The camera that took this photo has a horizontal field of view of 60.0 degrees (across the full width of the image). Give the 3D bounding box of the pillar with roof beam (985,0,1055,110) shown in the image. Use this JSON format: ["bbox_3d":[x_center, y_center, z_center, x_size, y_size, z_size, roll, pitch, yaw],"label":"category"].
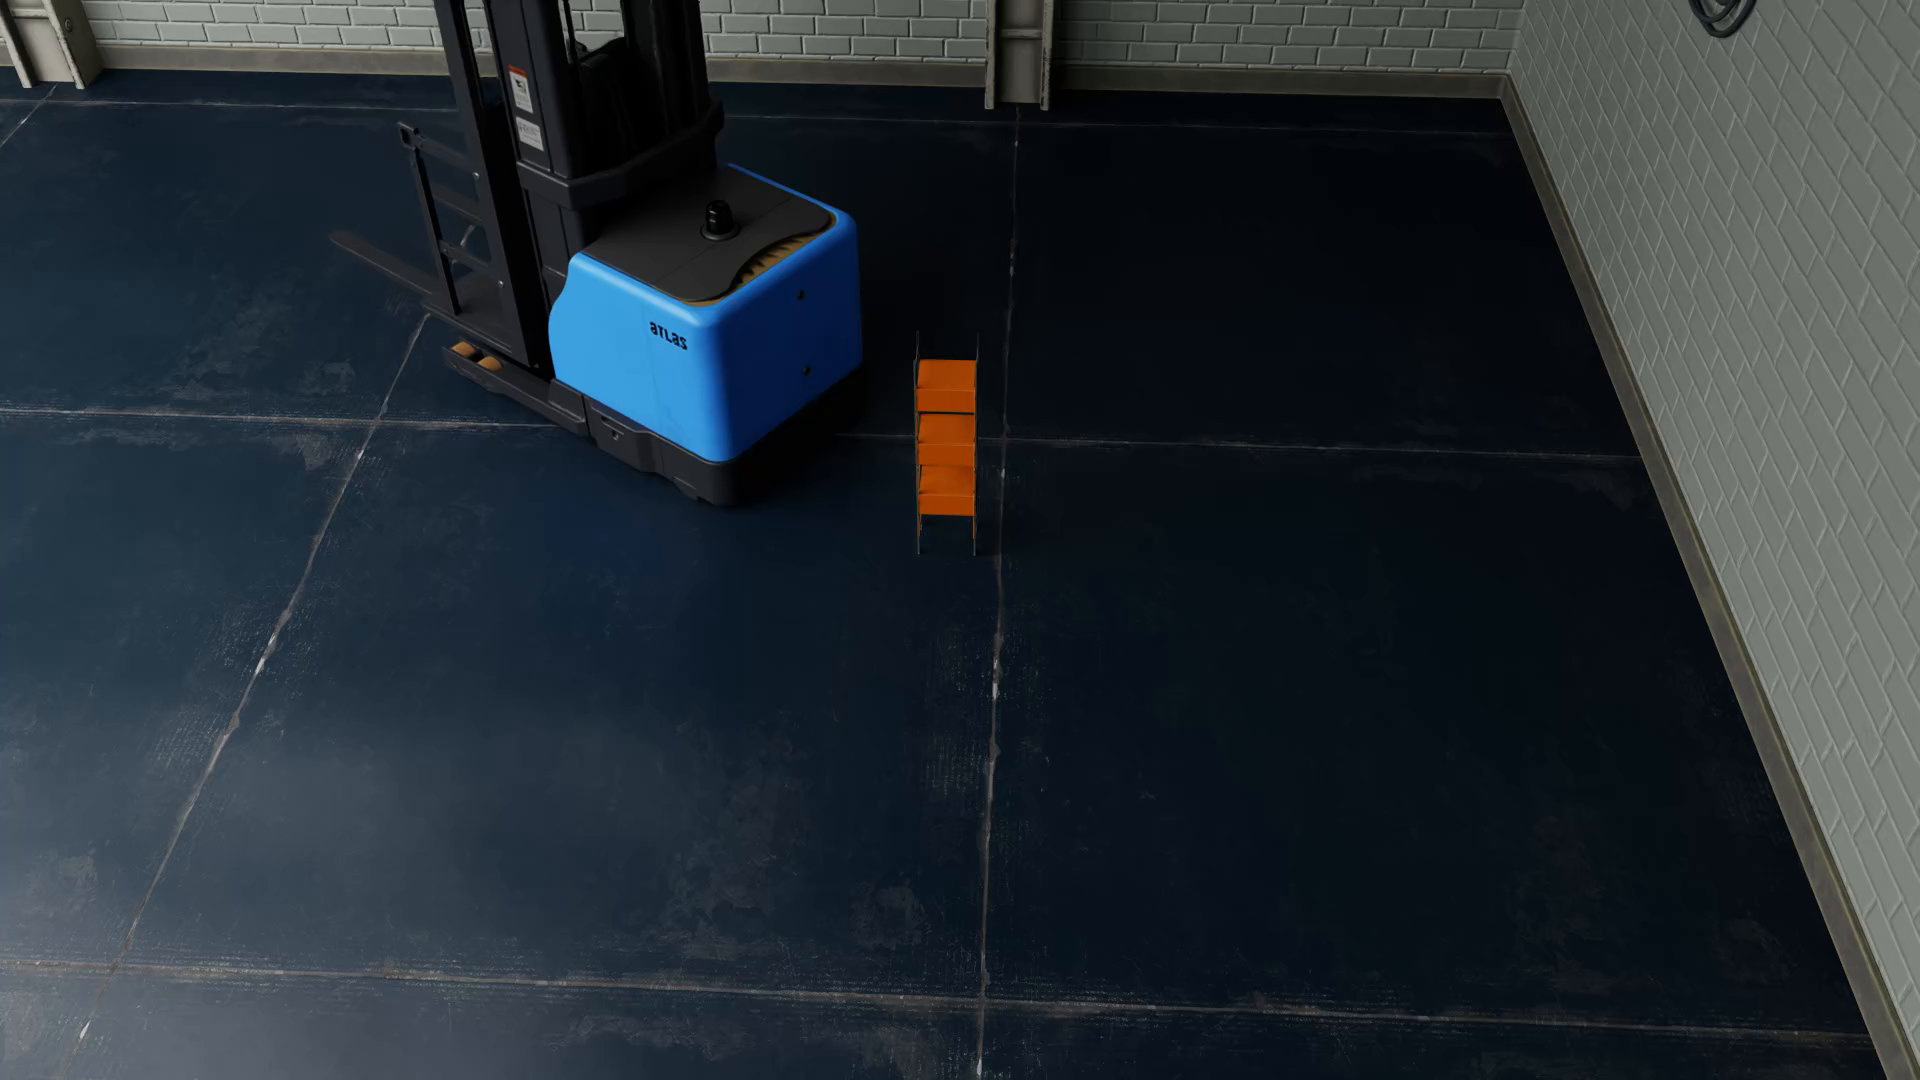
[{"bbox_3d":[0.164,-3.096,4.057,0.400,9.000,9.100,2,43,2],"label":"pillar with roof beam"}]

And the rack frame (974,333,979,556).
[{"bbox_3d":[0.068,-0.382,6.975,0.008,1.050,0.200,2,43,2],"label":"rack frame"}]

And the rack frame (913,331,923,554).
[{"bbox_3d":[-0.175,-0.390,6.983,0.008,1.050,0.200,2,43,2],"label":"rack frame"}]

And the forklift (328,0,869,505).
[{"bbox_3d":[-1.913,-2.057,7.393,3.031,2.935,1.130,28,50,26],"label":"forklift"}]

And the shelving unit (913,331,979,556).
[{"bbox_3d":[-0.053,-0.386,6.979,0.252,1.050,0.215,2,43,2],"label":"shelving unit"}]

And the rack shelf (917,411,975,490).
[{"bbox_3d":[-0.053,-0.378,6.987,0.240,0.259,0.215,2,43,2],"label":"rack shelf"}]

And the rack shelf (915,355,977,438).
[{"bbox_3d":[-0.053,-0.586,6.793,0.240,0.259,0.215,2,43,2],"label":"rack shelf"}]

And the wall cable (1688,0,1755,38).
[{"bbox_3d":[3.241,-3.900,7.198,0.112,2.526,3.097,2,43,2],"label":"wall cable"}]

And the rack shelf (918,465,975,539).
[{"bbox_3d":[-0.053,-0.175,7.176,0.240,0.259,0.215,2,43,2],"label":"rack shelf"}]

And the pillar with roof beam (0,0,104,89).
[{"bbox_3d":[-5.830,-3.280,4.254,0.400,9.000,9.100,2,43,2],"label":"pillar with roof beam"}]
